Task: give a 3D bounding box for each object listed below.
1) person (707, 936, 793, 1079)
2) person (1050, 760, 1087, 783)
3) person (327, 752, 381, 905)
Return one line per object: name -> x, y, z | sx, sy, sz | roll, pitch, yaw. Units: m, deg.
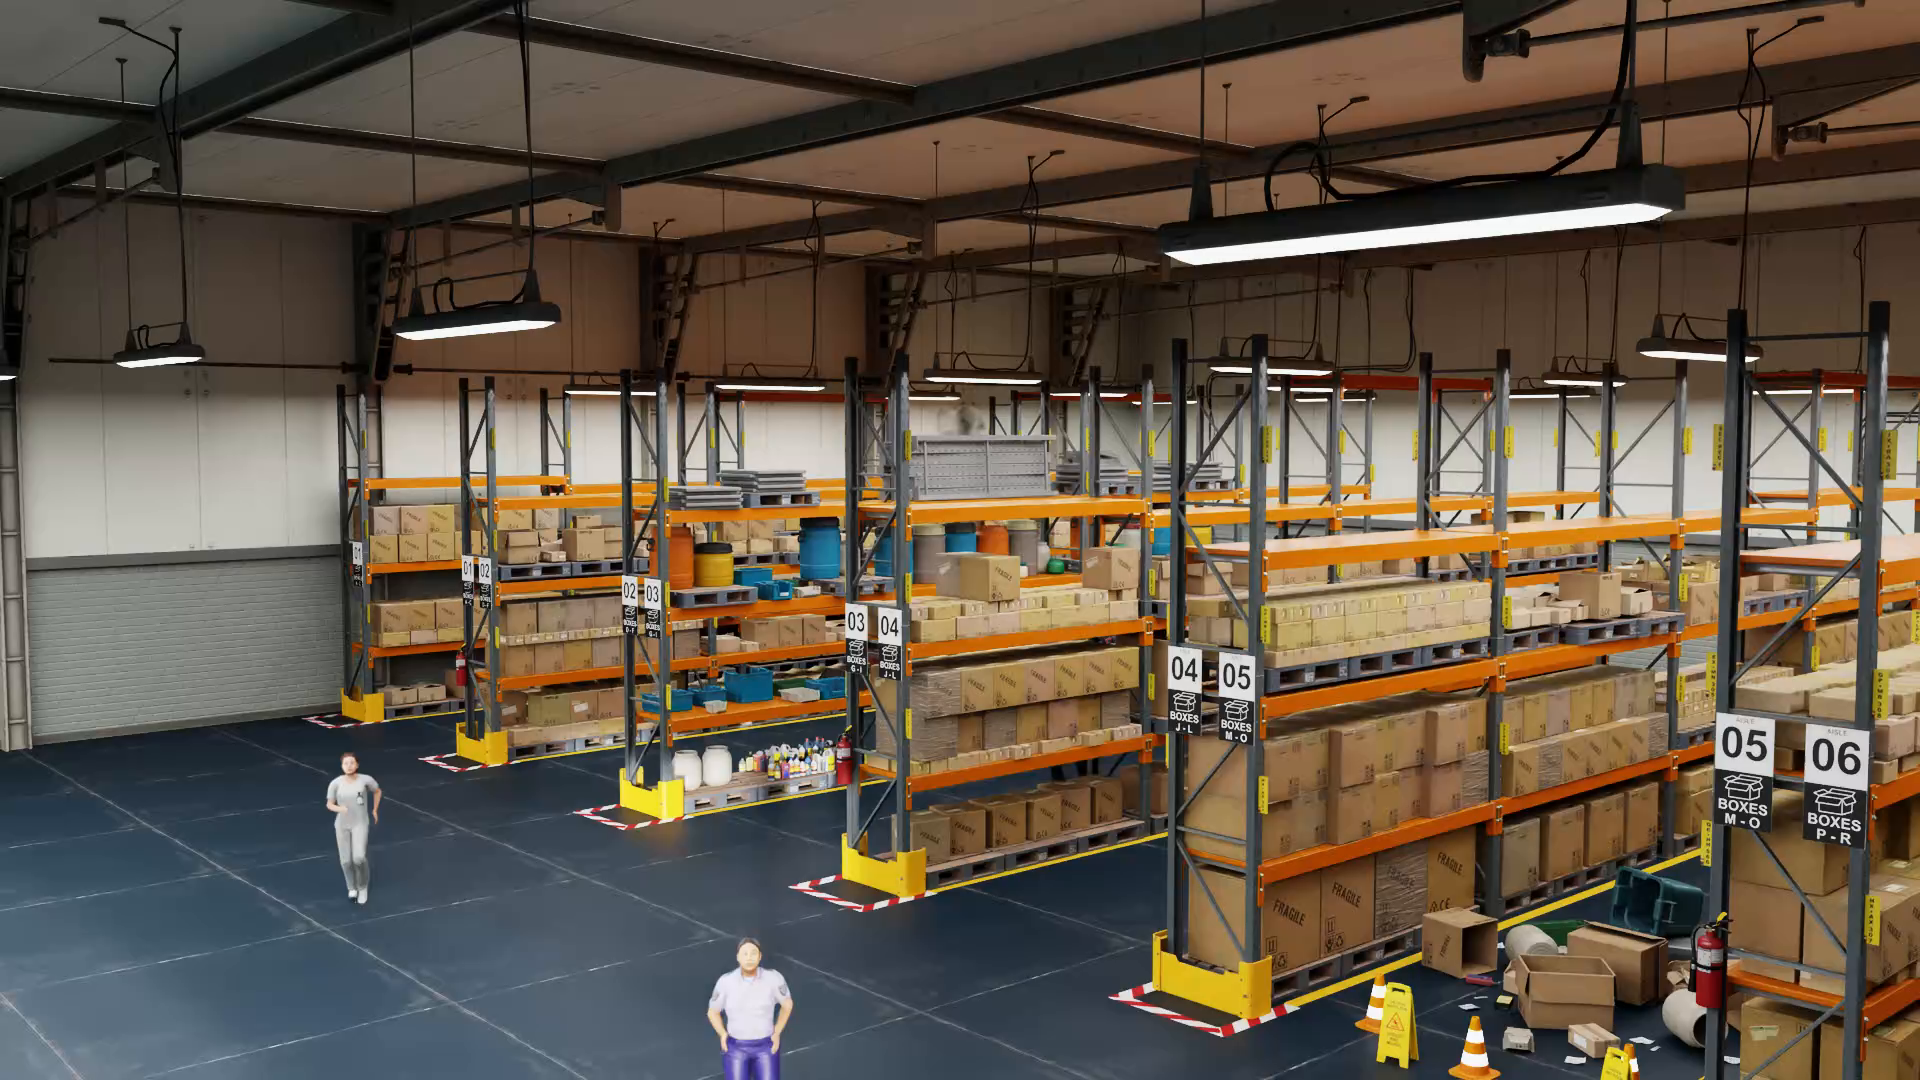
person -> -1.477, 3.601, 11.723 | 0.603, 1.586, 0.571 | 0, 4, -7
person -> 1.547, 2.733, 23.584 | 0.669, 1.849, 0.807 | 3, 5, 39
person -> -6.608, 3.138, 18.120 | 0.535, 1.663, 0.677 | -1, 4, -12
